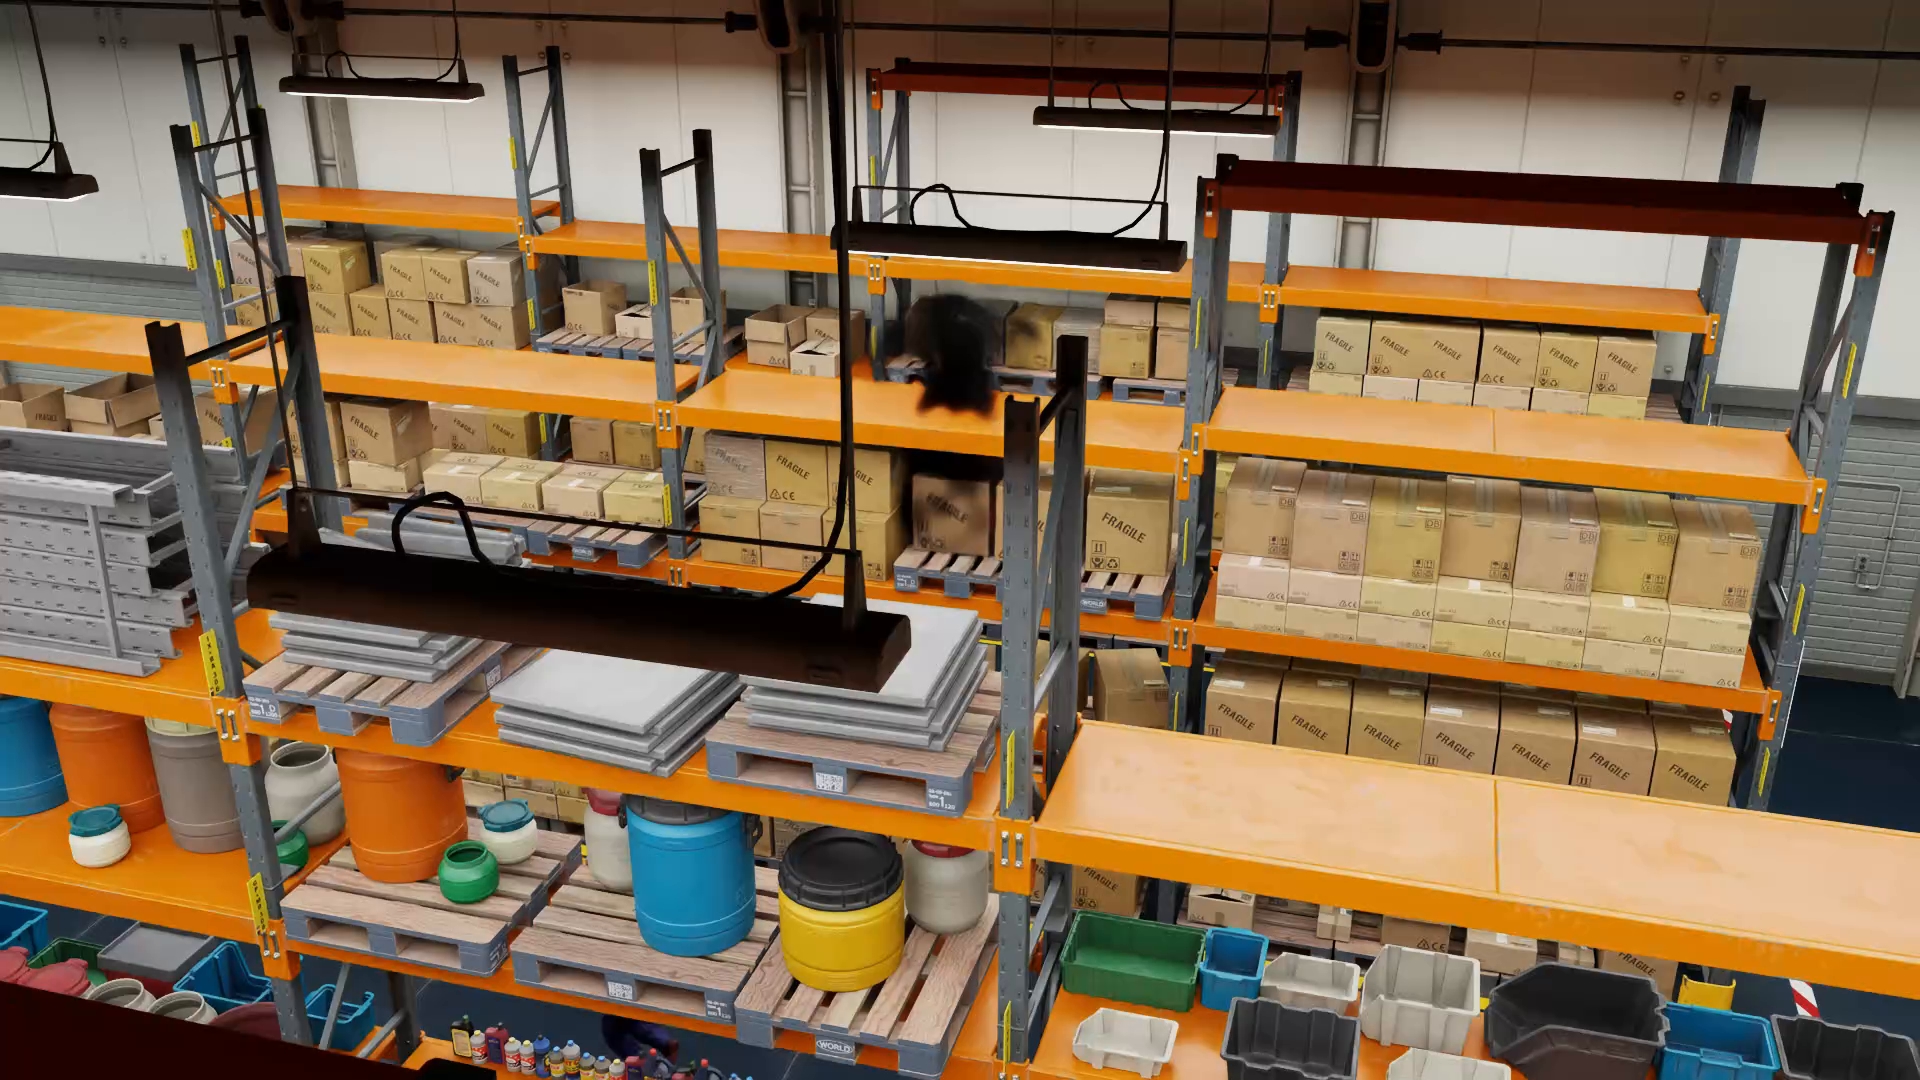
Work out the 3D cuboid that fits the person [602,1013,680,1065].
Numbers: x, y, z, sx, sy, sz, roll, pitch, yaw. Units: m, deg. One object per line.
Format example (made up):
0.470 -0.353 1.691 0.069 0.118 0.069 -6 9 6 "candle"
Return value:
-2.273 3.083 11.327 0.654 1.570 0.573 6 23 14 "person"
